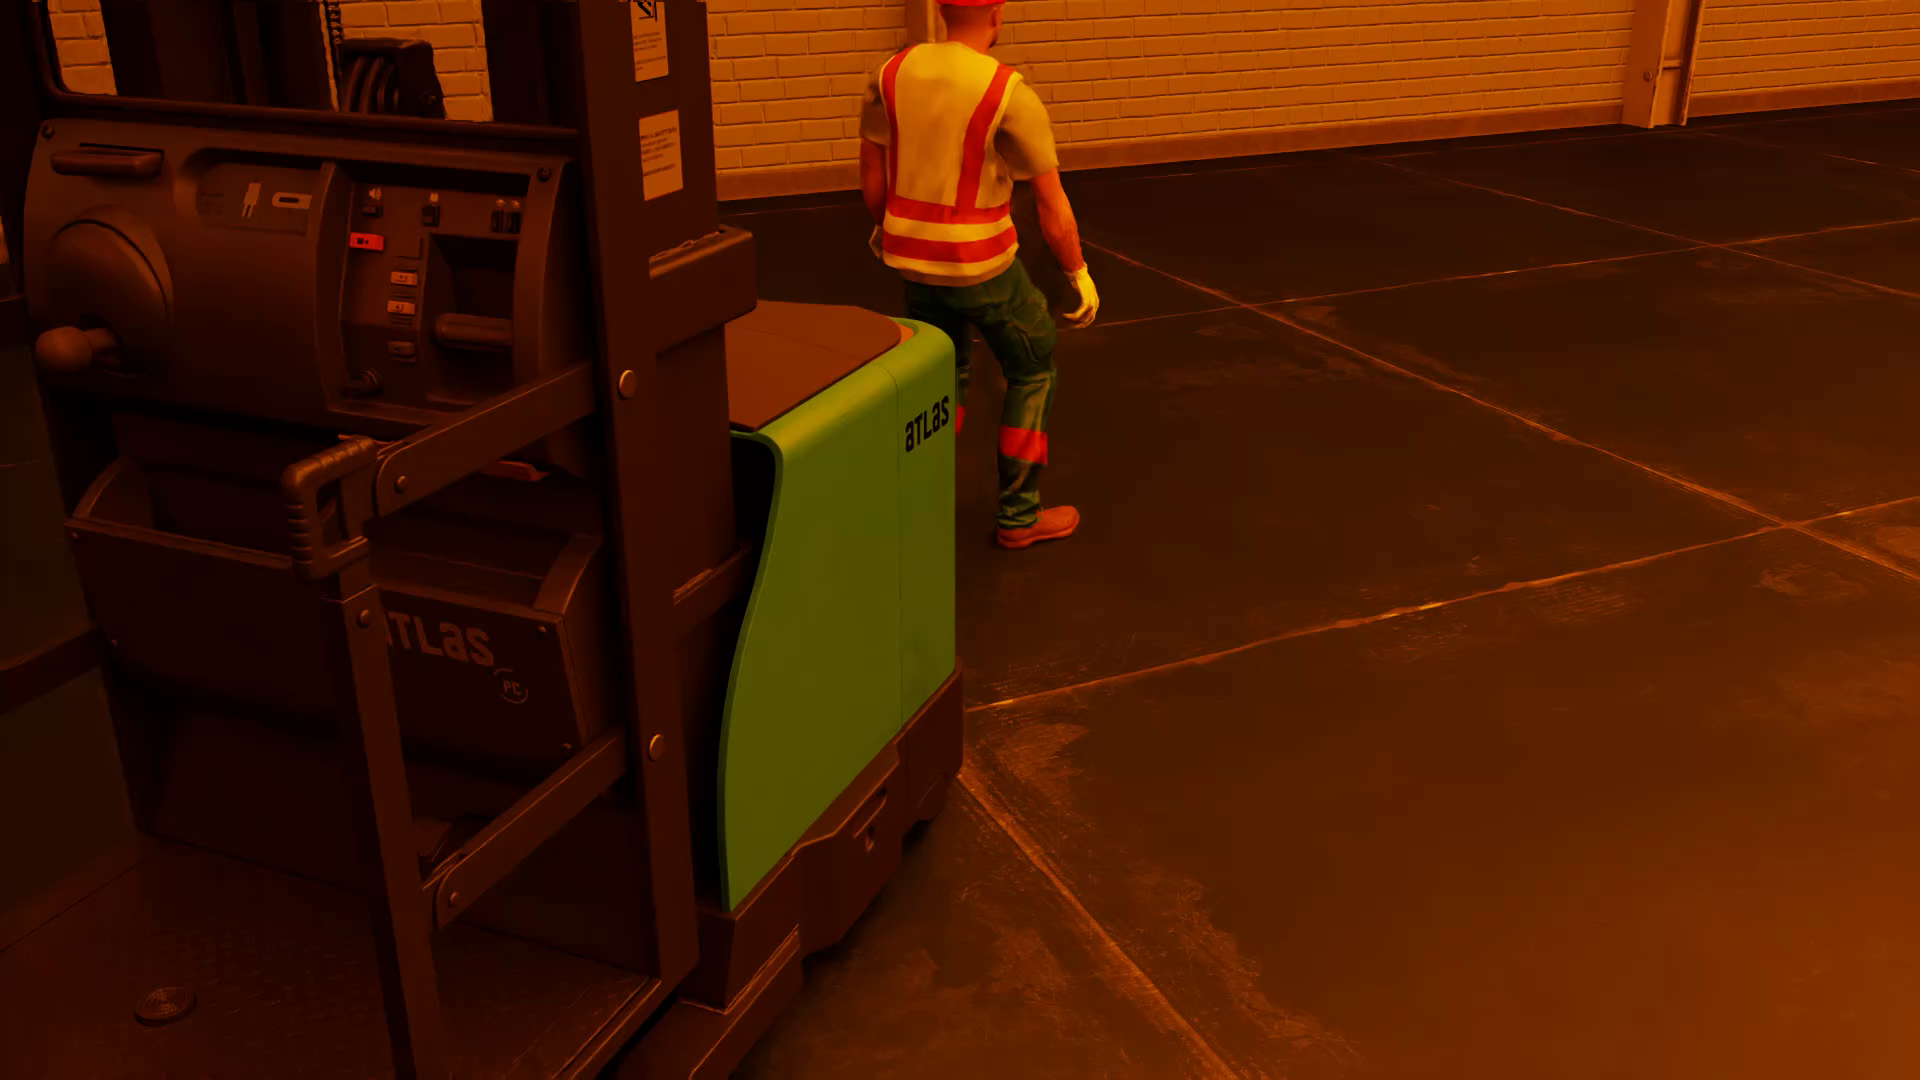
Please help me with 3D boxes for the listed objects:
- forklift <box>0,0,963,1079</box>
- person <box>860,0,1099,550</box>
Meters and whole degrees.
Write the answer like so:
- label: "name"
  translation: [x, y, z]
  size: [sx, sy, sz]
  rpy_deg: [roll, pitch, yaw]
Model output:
- label: "forklift"
  translation: [-1.032, -0.356, 2.143]
  size: [1.130, 2.935, 3.031]
  rpy_deg: [9, 24, 21]
- label: "person"
  translation: [0.049, -0.831, 4.873]
  size: [0.783, 1.730, 0.430]
  rpy_deg: [12, 25, 27]
